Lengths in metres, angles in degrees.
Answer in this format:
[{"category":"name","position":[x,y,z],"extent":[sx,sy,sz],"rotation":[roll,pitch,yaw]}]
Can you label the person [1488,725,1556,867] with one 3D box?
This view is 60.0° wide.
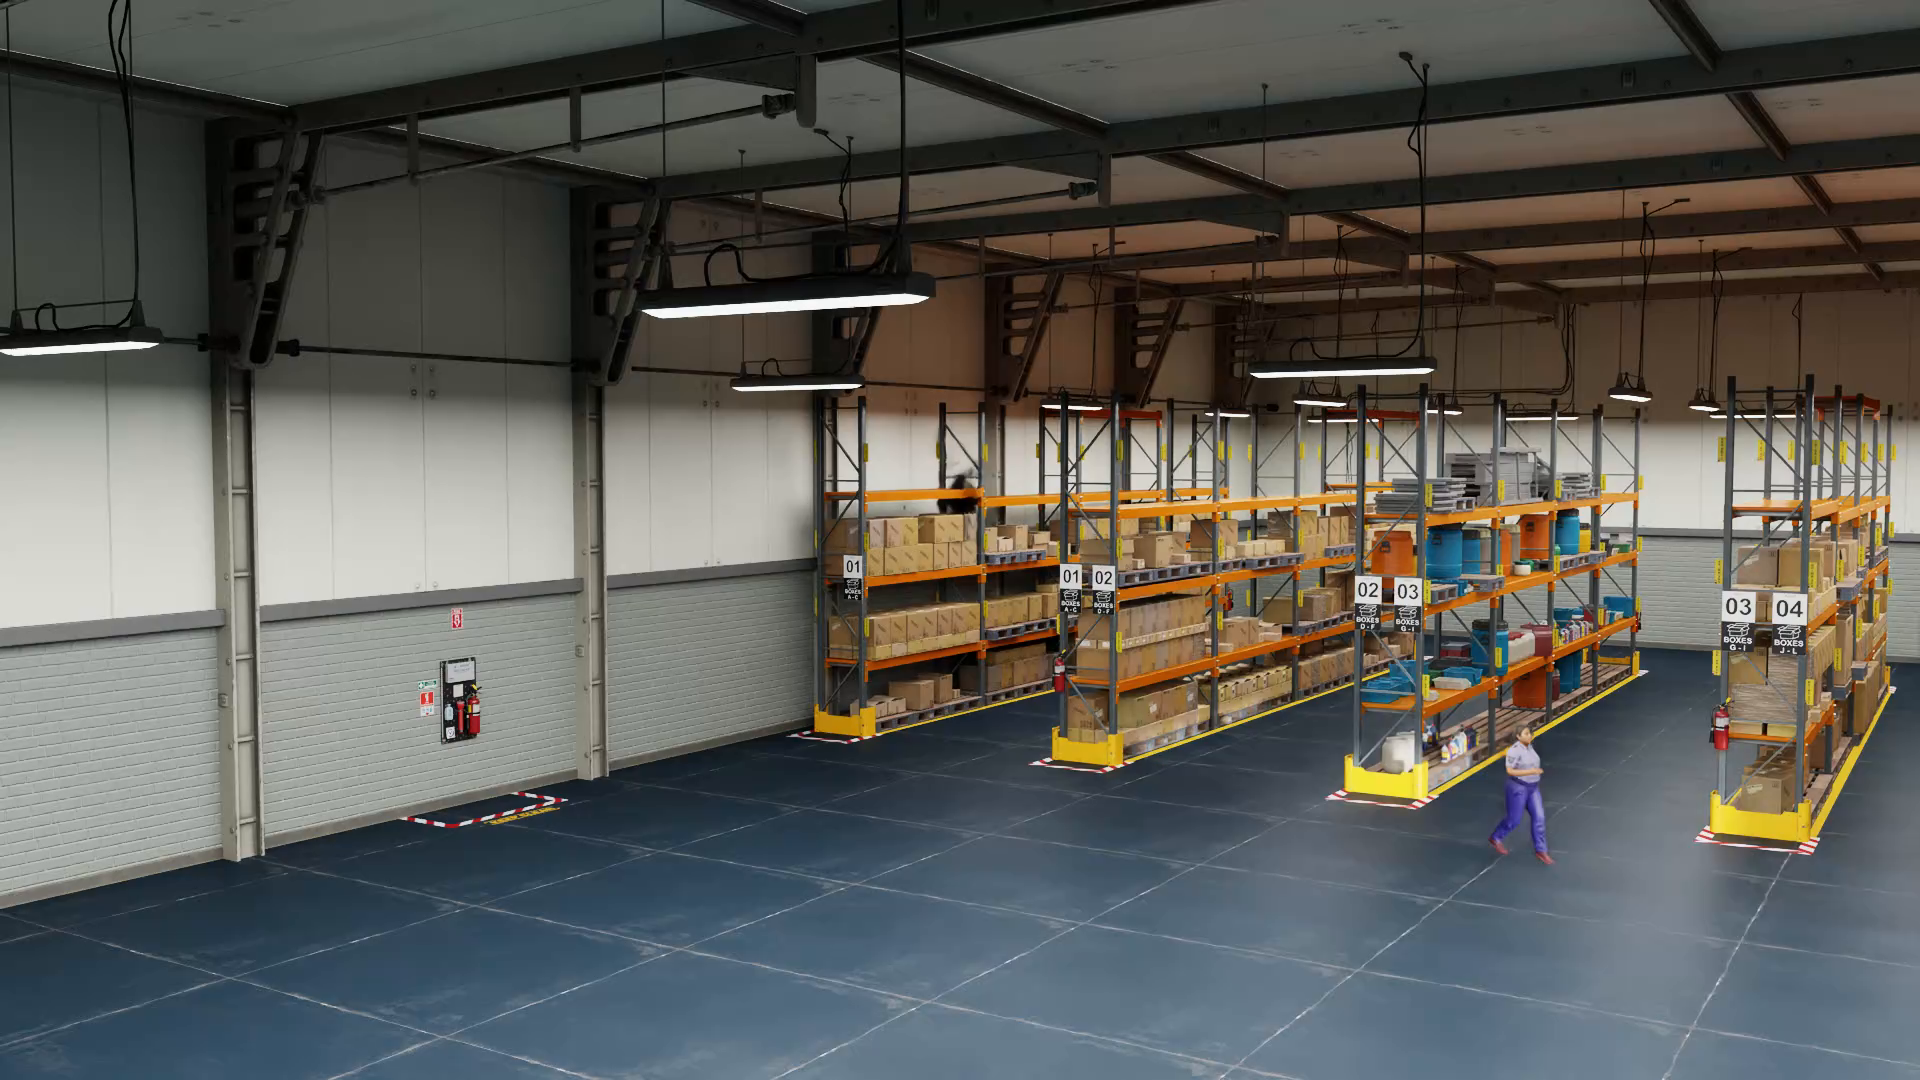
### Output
[{"category":"person","position":[6.879,3.095,20.351],"extent":[0.598,1.666,0.874],"rotation":[-2,4,-32]}]
